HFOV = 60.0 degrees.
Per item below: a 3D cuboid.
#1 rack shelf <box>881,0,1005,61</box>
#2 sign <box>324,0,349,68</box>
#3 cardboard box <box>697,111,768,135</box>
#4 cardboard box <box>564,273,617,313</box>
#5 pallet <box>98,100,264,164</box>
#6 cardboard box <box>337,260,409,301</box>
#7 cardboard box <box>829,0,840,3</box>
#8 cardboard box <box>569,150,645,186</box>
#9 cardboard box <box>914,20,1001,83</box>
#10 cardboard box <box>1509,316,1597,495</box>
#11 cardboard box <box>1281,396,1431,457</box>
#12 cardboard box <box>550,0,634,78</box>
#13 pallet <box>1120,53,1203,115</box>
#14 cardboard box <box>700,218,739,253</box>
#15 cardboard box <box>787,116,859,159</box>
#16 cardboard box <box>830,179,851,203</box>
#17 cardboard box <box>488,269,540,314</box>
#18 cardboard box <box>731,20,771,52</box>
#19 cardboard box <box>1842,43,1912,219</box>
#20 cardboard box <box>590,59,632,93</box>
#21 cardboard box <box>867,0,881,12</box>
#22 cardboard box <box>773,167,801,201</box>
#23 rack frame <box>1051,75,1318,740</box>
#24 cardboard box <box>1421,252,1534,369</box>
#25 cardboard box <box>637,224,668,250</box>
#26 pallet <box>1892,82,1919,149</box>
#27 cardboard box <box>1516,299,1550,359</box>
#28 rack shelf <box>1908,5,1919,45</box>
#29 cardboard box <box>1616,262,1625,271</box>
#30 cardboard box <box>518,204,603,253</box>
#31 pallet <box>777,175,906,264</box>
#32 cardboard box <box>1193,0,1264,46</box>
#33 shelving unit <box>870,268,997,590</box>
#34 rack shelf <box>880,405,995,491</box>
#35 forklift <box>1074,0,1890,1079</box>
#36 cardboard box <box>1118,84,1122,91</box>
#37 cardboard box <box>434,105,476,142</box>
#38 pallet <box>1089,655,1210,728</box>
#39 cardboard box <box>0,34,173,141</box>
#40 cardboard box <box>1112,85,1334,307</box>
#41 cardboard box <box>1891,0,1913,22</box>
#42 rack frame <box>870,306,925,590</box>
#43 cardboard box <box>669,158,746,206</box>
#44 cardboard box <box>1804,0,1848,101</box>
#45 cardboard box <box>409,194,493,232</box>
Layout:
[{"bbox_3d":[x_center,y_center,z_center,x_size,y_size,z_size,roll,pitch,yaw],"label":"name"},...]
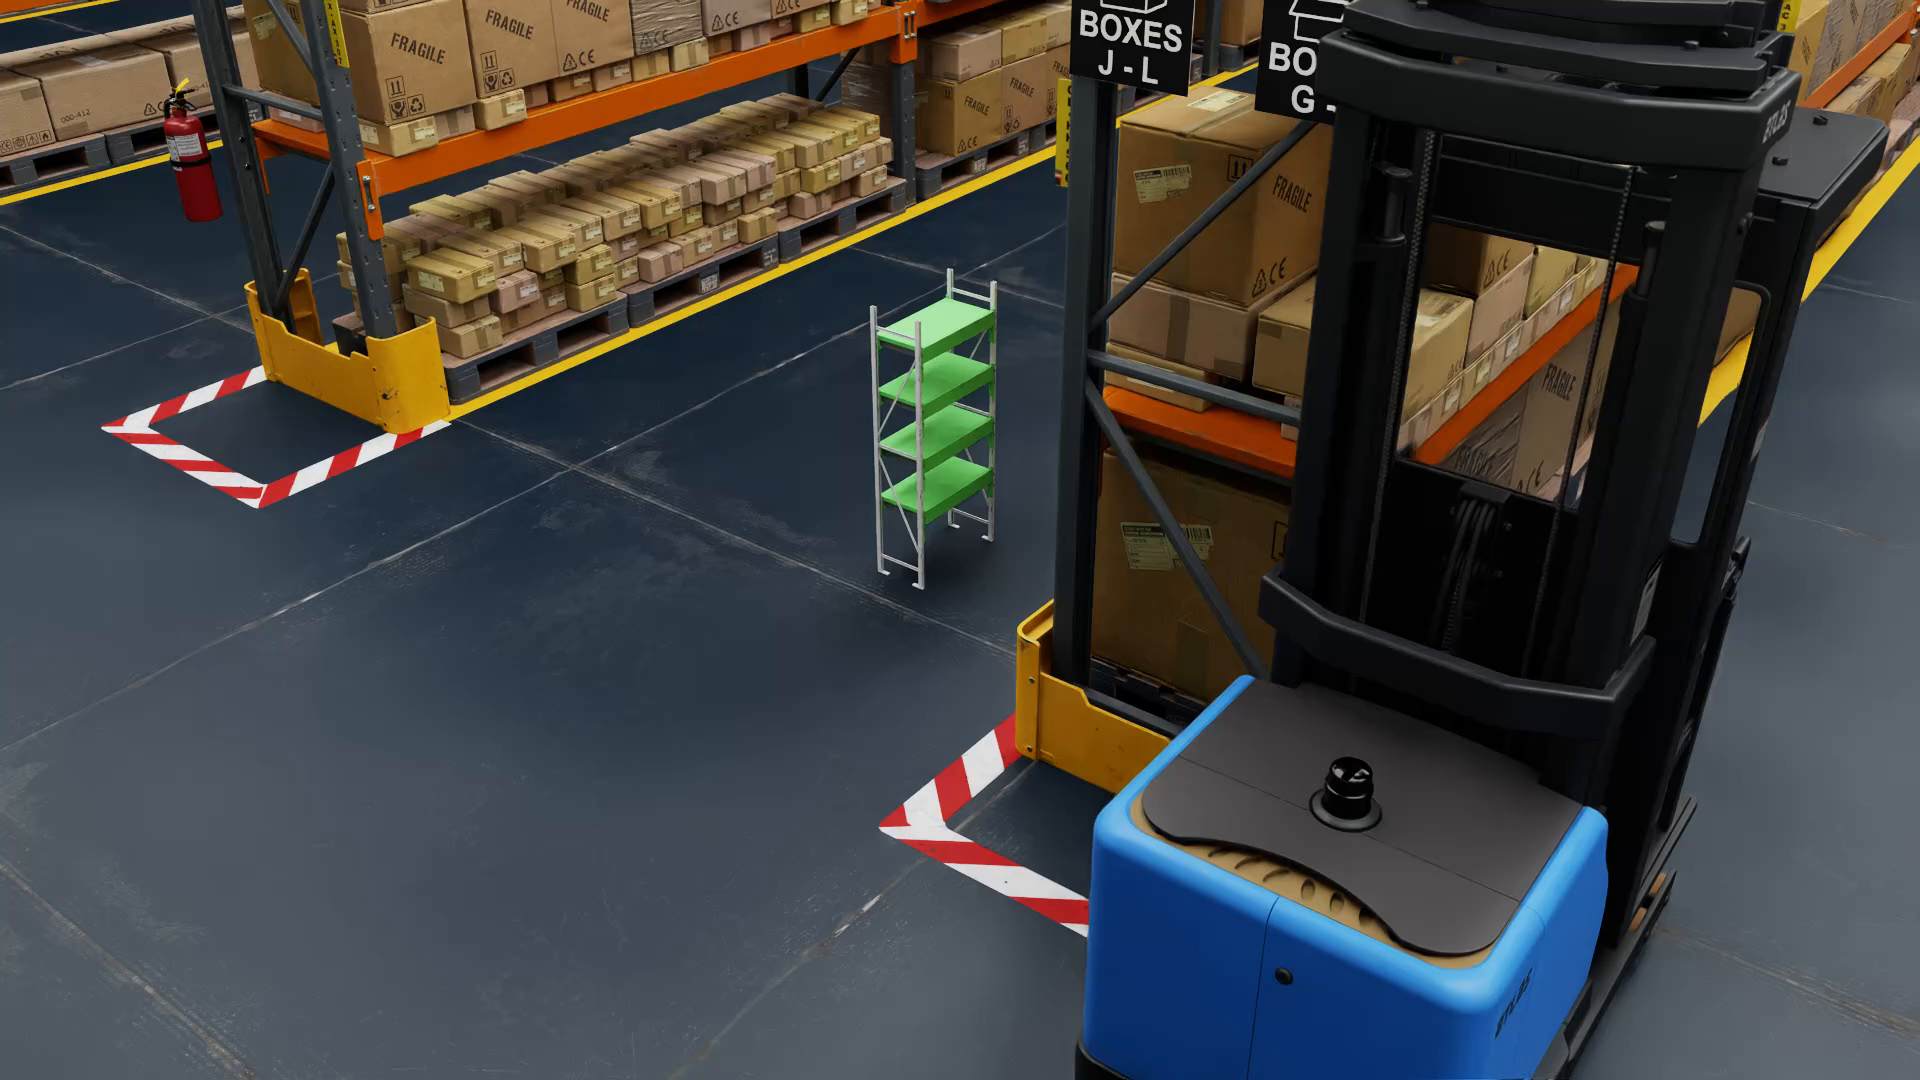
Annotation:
[{"bbox_3d":[0.484,-4.139,11.997,1.077,0.370,4.000,21,37,31],"label":"rack shelf"},{"bbox_3d":[-2.705,-2.215,7.196,0.100,0.325,0.005,21,37,31],"label":"sign"},{"bbox_3d":[-1.423,-2.558,10.424,0.380,0.149,0.250,21,36,31],"label":"cardboard box"},{"bbox_3d":[-2.087,-1.383,9.026,0.380,0.149,0.250,22,37,32],"label":"cardboard box"},{"bbox_3d":[-5.988,-3.135,12.333,1.003,0.211,1.213,21,37,31],"label":"pallet"},{"bbox_3d":[-3.046,-1.394,8.753,0.380,0.149,0.250,20,36,30],"label":"cardboard box"},{"bbox_3d":[-0.790,-3.523,9.862,0.500,0.500,0.500,21,37,31],"label":"cardboard box"},{"bbox_3d":[-2.060,-2.142,9.723,0.380,0.149,0.250,21,37,32],"label":"cardboard box"},{"bbox_3d":[-0.066,-3.282,11.151,0.500,0.250,0.500,19,36,29],"label":"cardboard box"},{"bbox_3d":[2.165,-0.725,7.203,0.875,0.875,0.875,21,37,31],"label":"cardboard box"},{"bbox_3d":[1.233,-0.377,5.190,0.380,0.149,0.250,22,37,32],"label":"cardboard box"},{"bbox_3d":[-2.038,-2.699,8.471,0.500,0.500,0.500,22,37,32],"label":"cardboard box"},{"bbox_3d":[1.219,-3.744,13.361,1.003,0.211,1.213,21,37,31],"label":"pallet"},{"bbox_3d":[-1.524,-1.819,9.762,0.380,0.149,0.250,22,37,32],"label":"cardboard box"},{"bbox_3d":[-0.853,-2.505,10.335,0.380,0.149,0.250,22,37,32],"label":"cardboard box"},{"bbox_3d":[-0.912,-2.245,10.481,0.380,0.149,0.250,22,37,33],"label":"cardboard box"},{"bbox_3d":[-2.406,-1.320,8.627,0.380,0.149,0.250,21,37,31],"label":"cardboard box"},{"bbox_3d":[-1.302,-2.894,9.437,0.380,0.149,0.250,19,36,29],"label":"cardboard box"},{"bbox_3d":[5.152,-2.686,10.513,1.225,0.875,0.875,19,36,29],"label":"cardboard box"},{"bbox_3d":[-1.953,-2.483,8.744,0.380,0.149,0.250,20,36,30],"label":"cardboard box"},{"bbox_3d":[-0.709,-3.339,10.189,0.380,0.149,0.250,21,36,31],"label":"cardboard box"},{"bbox_3d":[-1.190,-2.192,10.099,0.380,0.149,0.250,21,37,32],"label":"cardboard box"},{"bbox_3d":[0.756,-0.442,5.054,1.000,3.000,0.127,21,37,31],"label":"rack frame"},{"bbox_3d":[1.569,-0.831,5.565,0.500,0.250,0.500,21,36,31],"label":"cardboard box"},{"bbox_3d":[-1.873,-1.777,9.399,0.380,0.149,0.250,23,38,34],"label":"cardboard box"},{"bbox_3d":[6.795,-3.305,12.620,1.003,0.211,1.213,21,37,31],"label":"pallet"},{"bbox_3d":[1.852,-0.795,5.895,0.380,0.149,0.250,20,36,30],"label":"cardboard box"},{"bbox_3d":[6.792,-4.197,12.096,1.077,0.370,4.000,21,37,31],"label":"rack shelf"},{"bbox_3d":[2.472,-1.213,6.600,0.380,0.149,0.250,20,36,31],"label":"cardboard box"},{"bbox_3d":[-2.142,-1.666,8.921,0.380,0.149,0.250,19,36,29],"label":"cardboard box"},{"bbox_3d":[-1.100,-2.152,10.674,1.003,0.211,1.213,21,37,31],"label":"pallet"},{"bbox_3d":[2.131,-4.694,14.023,1.050,0.750,0.750,21,36,31],"label":"cardboard box"},{"bbox_3d":[-0.100,-0.449,6.831,0.258,1.200,0.503,21,37,31],"label":"shelving unit"},{"bbox_3d":[-0.100,-0.394,6.863,0.258,0.148,0.480,21,37,31],"label":"rack shelf"},{"bbox_3d":[1.591,-0.120,4.578,1.130,2.935,3.031,21,36,31],"label":"forklift"},{"bbox_3d":[0.880,-3.589,12.403,0.500,0.500,0.500,19,36,29],"label":"cardboard box"},{"bbox_3d":[-2.560,-2.048,8.011,0.380,0.149,0.250,23,37,33],"label":"cardboard box"},{"bbox_3d":[1.176,0.409,6.354,1.003,0.211,1.213,21,37,31],"label":"pallet"},{"bbox_3d":[-6.281,-3.244,11.883,0.875,0.438,0.875,22,37,33],"label":"cardboard box"},{"bbox_3d":[0.840,-1.107,5.295,0.500,0.500,0.500,22,37,32],"label":"cardboard box"},{"bbox_3d":[5.485,-3.460,10.048,0.500,0.500,0.500,22,37,33],"label":"cardboard box"},{"bbox_3d":[-0.247,-0.350,6.663,0.240,1.200,0.015,21,37,31],"label":"rack frame"},{"bbox_3d":[-1.459,-2.068,9.598,0.380,0.149,0.250,20,36,30],"label":"cardboard box"},{"bbox_3d":[4.253,-2.629,8.645,0.500,0.500,0.500,20,36,30],"label":"cardboard box"},{"bbox_3d":[-2.768,-1.742,9.047,0.380,0.149,0.250,20,36,30],"label":"cardboard box"}]
